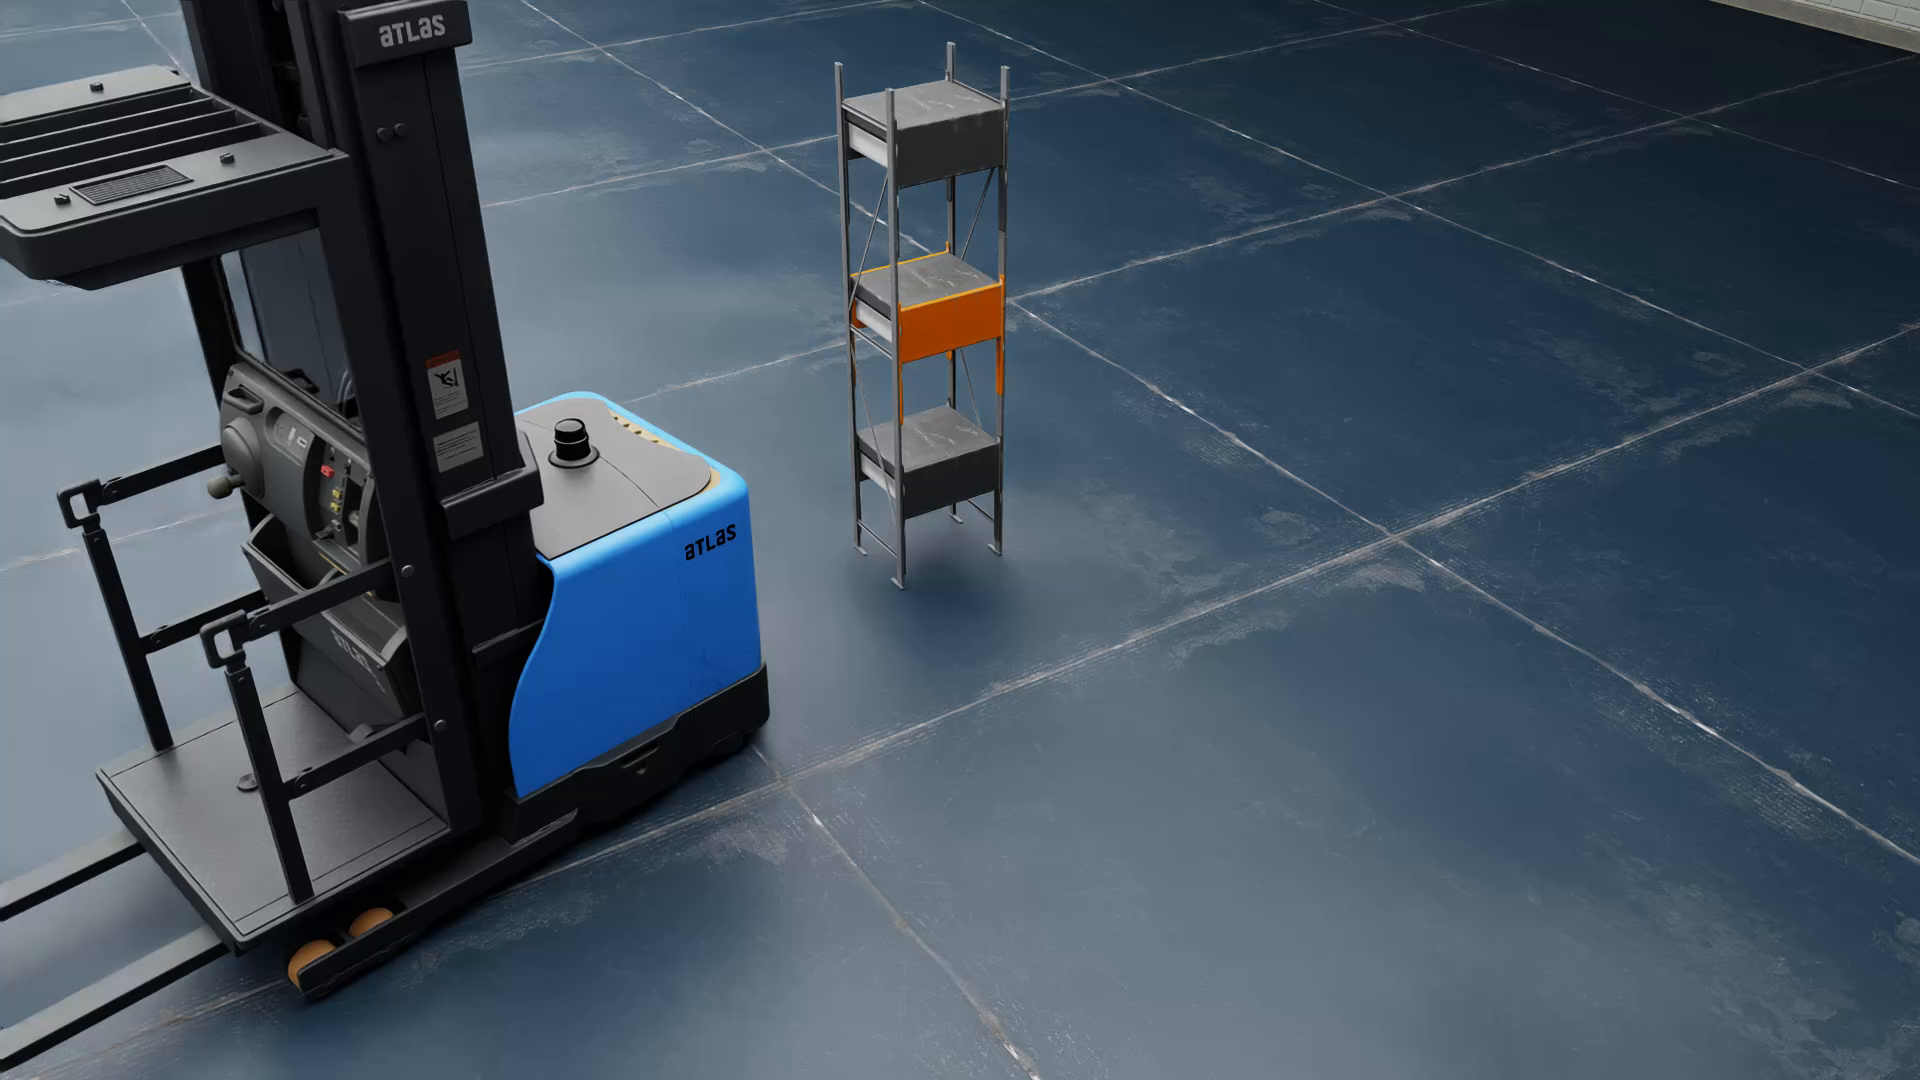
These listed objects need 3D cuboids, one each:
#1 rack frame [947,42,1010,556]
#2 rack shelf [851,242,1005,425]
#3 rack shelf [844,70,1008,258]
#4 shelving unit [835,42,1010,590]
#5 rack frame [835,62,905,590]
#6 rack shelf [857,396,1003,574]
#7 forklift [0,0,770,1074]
[{"bbox_3d":[0.066,-0.911,6.726,0.015,2.100,0.400,-19,37,-27],"label":"rack frame"},{"bbox_3d":[-0.139,-0.829,6.621,0.480,0.518,0.431,-19,37,-27],"label":"rack shelf"},{"bbox_3d":[-0.139,-1.421,6.248,0.480,0.518,0.431,-19,37,-27],"label":"rack shelf"},{"bbox_3d":[-0.139,-0.840,6.614,0.503,2.100,0.431,-19,37,-27],"label":"shelving unit"},{"bbox_3d":[-0.344,-0.770,6.502,0.015,2.100,0.400,-19,37,-27],"label":"rack frame"},{"bbox_3d":[-0.139,-0.237,6.995,0.480,0.518,0.431,-19,37,-27],"label":"rack shelf"},{"bbox_3d":[-2.098,-0.167,4.768,3.031,2.935,1.130,-28,42,-37],"label":"forklift"}]
